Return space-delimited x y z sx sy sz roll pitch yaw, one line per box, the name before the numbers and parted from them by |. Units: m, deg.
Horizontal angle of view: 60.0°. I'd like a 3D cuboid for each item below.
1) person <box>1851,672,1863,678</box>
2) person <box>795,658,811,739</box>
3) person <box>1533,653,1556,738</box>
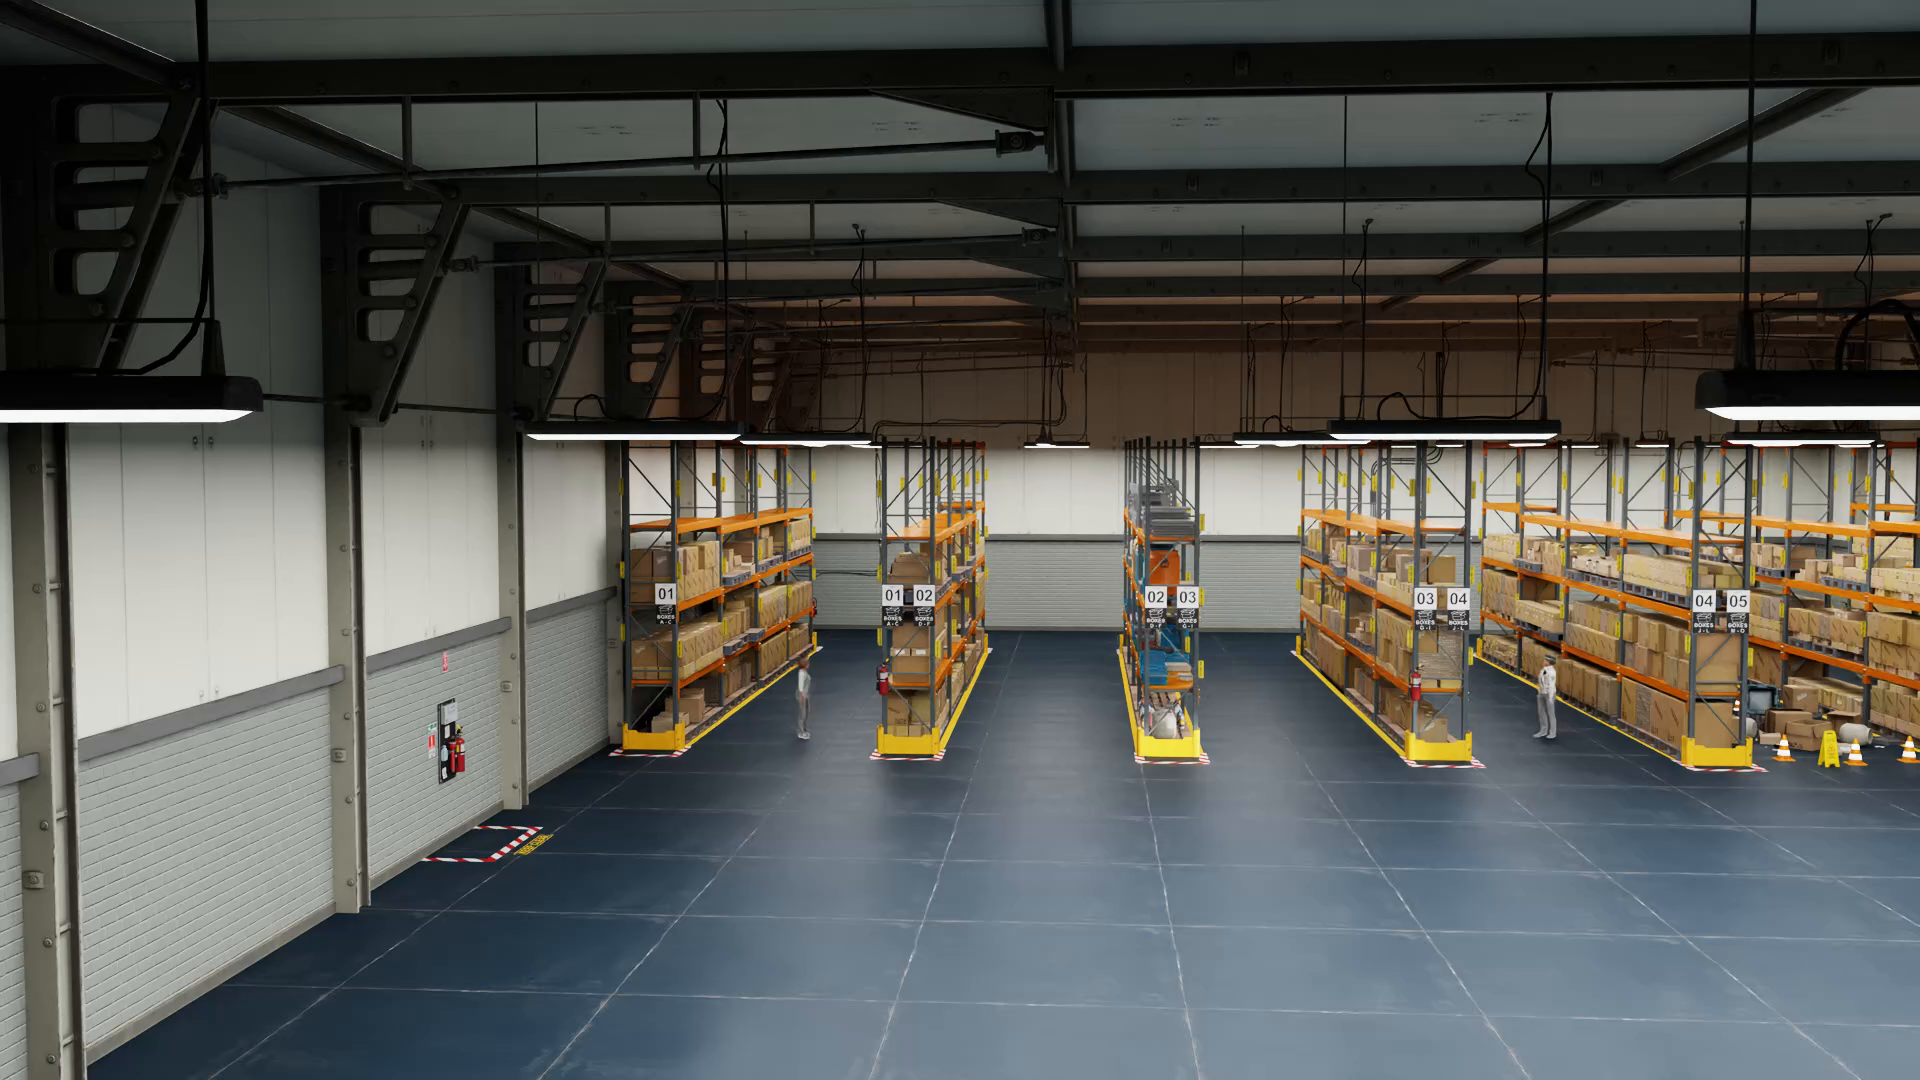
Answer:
person | 22.634 2.644 41.855 0.550 1.720 0.645 -1 3 -17
person | -3.131 3.180 33.220 0.332 1.660 0.505 0 3 5
person | 11.690 3.108 33.183 0.393 1.715 0.549 -1 3 -17
